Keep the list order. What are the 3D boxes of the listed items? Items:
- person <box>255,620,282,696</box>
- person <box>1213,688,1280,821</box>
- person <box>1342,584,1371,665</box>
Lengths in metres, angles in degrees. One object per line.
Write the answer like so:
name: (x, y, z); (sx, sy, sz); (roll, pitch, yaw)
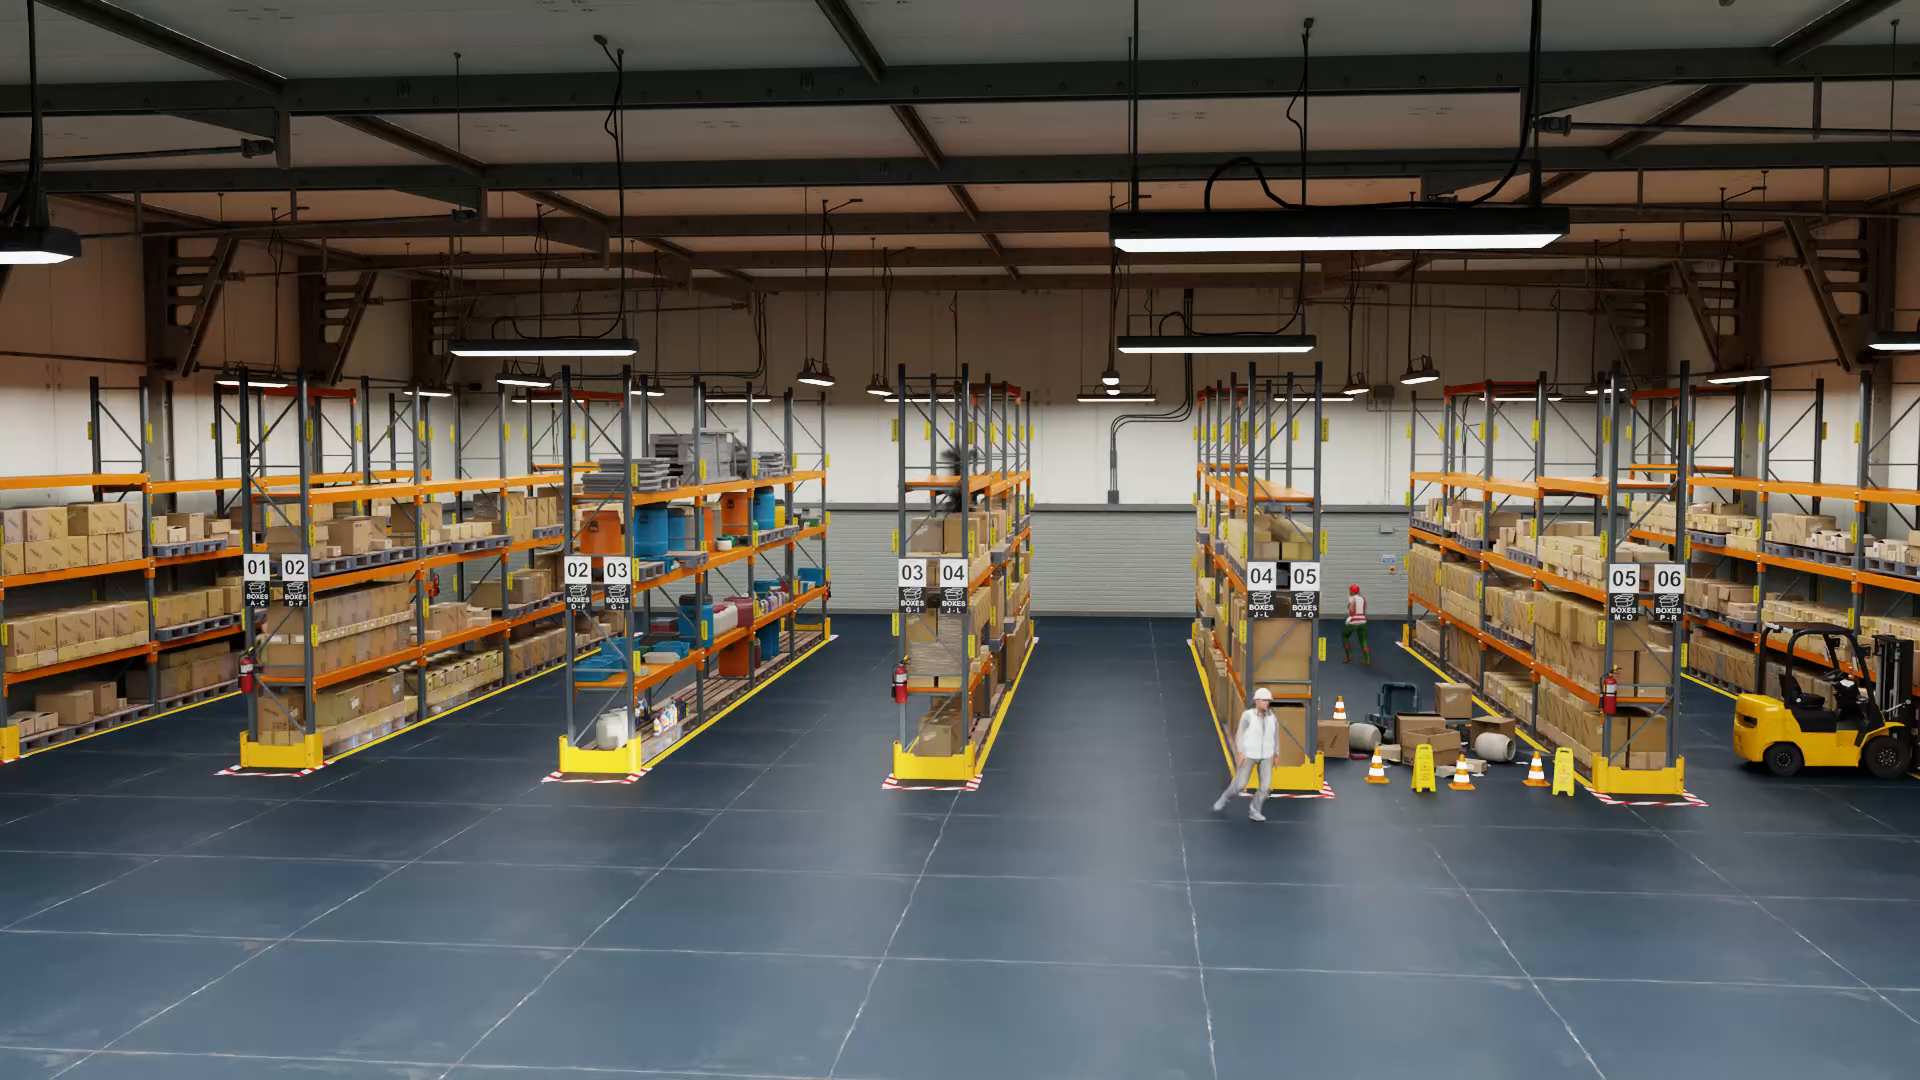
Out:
person: (-12.659, 2.260, 30.585); (0.612, 1.608, 0.744); (-4, 5, -45)
person: (3.734, 2.760, 21.503); (0.807, 1.707, 0.538); (-1, 4, -12)
person: (8.538, 1.826, 35.803); (0.619, 1.724, 0.972); (-1, 4, -18)
